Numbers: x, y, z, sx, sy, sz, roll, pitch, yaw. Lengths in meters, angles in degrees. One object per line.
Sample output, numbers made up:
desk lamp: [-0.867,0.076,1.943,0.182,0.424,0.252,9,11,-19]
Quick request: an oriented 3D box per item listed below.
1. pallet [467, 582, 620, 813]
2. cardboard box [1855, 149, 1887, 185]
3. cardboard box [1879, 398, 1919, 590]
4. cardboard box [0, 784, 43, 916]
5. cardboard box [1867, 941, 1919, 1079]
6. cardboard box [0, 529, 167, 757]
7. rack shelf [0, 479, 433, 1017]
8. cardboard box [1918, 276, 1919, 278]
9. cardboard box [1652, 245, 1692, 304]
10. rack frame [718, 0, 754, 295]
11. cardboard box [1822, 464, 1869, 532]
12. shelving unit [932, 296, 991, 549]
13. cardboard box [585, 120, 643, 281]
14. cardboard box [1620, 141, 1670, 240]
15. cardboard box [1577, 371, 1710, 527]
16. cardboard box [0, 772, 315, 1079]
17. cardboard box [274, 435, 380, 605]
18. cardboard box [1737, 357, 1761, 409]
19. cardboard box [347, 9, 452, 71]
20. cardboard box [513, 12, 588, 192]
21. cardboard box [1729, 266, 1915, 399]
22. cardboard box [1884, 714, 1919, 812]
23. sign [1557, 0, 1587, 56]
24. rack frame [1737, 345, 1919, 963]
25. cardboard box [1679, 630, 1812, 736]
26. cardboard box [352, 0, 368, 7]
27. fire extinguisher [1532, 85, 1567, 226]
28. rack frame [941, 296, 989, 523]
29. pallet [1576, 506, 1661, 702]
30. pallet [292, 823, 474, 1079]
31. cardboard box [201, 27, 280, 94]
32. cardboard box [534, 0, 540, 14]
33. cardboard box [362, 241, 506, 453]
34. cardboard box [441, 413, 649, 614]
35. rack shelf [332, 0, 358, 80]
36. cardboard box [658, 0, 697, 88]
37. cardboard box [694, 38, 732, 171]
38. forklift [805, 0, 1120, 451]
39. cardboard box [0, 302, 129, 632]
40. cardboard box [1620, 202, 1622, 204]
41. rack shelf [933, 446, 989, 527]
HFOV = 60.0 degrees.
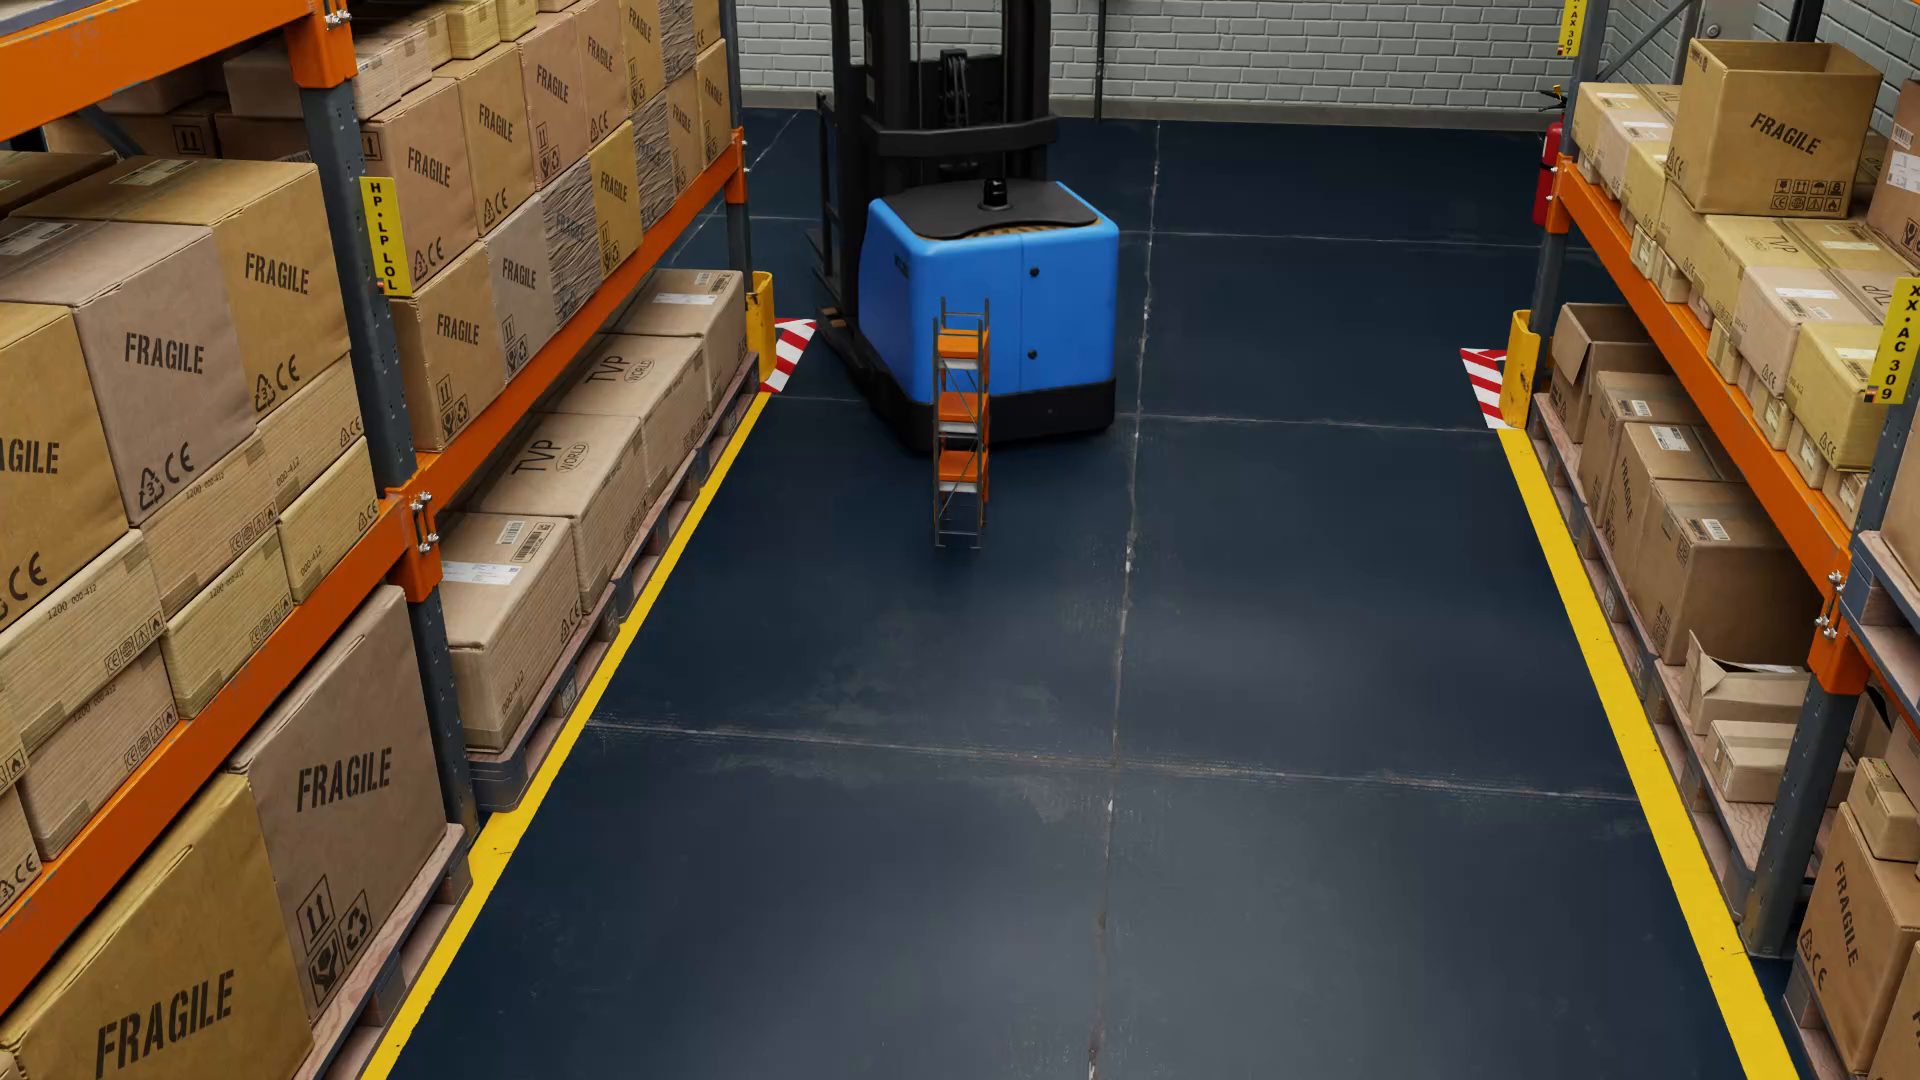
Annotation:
pallet: [-1.909,0.511,6.079,1.003,0.211,1.213,3,28,6]
cardboard box: [3.414,-1.317,6.376,0.500,0.250,0.500,4,29,8]
cardboard box: [2.565,-0.091,3.707,0.700,0.500,0.500,4,29,7]
cardboard box: [-2.088,0.648,3.042,0.500,0.250,0.500,3,28,6]
cardboard box: [2.508,1.305,3.858,0.500,0.500,0.500,3,28,6]
cardboard box: [-2.004,0.184,3.376,0.500,0.250,0.500,4,29,7]
rack shelf: [-2.325,0.895,3.185,1.077,0.370,4.000,3,28,6]
cardboard box: [3.230,-0.595,5.037,0.500,0.250,0.500,3,28,6]
cardboard box: [2.805,-0.981,6.174,0.380,0.149,0.250,4,29,7]
rack frame: [-1.590,-2.246,8.256,1.000,3.000,0.127,3,28,6]
cardboard box: [2.635,-0.131,4.595,0.380,0.149,0.250,4,29,7]
shelving unit: [0.007,-0.487,7.048,0.215,1.050,0.252,3,28,6]
cardboard box: [-1.567,-1.326,6.443,0.500,0.500,0.500,4,29,8]
cardboard box: [2.893,-1.350,6.438,0.500,0.250,0.500,3,28,5]
cardboard box: [3.024,-0.361,6.951,0.700,0.500,0.500,4,29,8]
cardboard box: [-2.180,1.110,3.825,0.875,0.875,0.875,4,29,8]
cardboard box: [-1.885,-0.071,4.378,0.500,0.250,0.500,3,28,5]
cardboard box: [2.712,-0.500,5.280,0.380,0.149,0.250,4,29,8]
cardboard box: [-1.779,-1.511,5.048,0.380,0.149,0.250,3,28,6]
cardboard box: [-1.639,-1.535,5.778,0.500,0.500,0.500,4,29,7]
cardboard box: [2.714,-0.632,5.105,0.500,0.250,0.500,3,29,6]
cardboard box: [2.599,0.580,4.207,0.380,0.149,0.250,3,28,5]
sign: [2.798,-2.372,7.577,0.100,0.325,0.005,3,28,6]
rack frame: [2.847,-0.076,4.229,1.000,3.000,0.127,3,28,6]
cardboard box: [2.667,0.495,5.608,0.396,0.266,0.258,4,29,8]
cardboard box: [-2.170,-1.771,5.531,0.380,0.149,0.250,3,28,6]
fire extinguisher: [2.896,-1.857,8.009,0.296,0.674,0.183,3,28,6]
rack frame: [0.022,-0.545,7.154,0.200,1.050,0.008,3,28,6]
pallet: [3.079,0.252,6.560,1.003,0.211,1.213,3,28,6]
pallet: [-2.100,1.232,4.740,1.003,0.211,1.213,3,28,6]
cardboard box: [-2.218,-1.414,4.869,0.380,0.149,0.250,4,29,7]
cardboard box: [-1.677,-1.871,5.716,0.380,0.149,0.250,3,28,6]
cardboard box: [-1.763,-0.613,5.119,0.500,0.500,0.500,4,29,8]
cardboard box: [-1.788,-0.131,6.589,0.875,0.438,0.875,3,28,5]
rack shelf: [-1.835,-2.308,5.968,1.077,0.370,4.000,3,28,6]
cardboard box: [-1.448,-2.242,7.089,0.500,0.500,0.500,3,29,6]
cardboard box: [-1.387,-2.048,7.783,0.500,0.500,0.500,4,29,6]
forklift: [-0.177,-2.396,8.606,1.130,2.935,3.031,-9,30,-16]
cardboard box: [-2.023,-0.141,3.189,0.500,0.500,0.500,4,29,8]
cardboard box: [3.041,-1.462,7.066,0.380,0.149,0.250,3,28,6]
rack shelf: [0.007,-0.233,7.185,0.215,0.259,0.240,3,28,6]
